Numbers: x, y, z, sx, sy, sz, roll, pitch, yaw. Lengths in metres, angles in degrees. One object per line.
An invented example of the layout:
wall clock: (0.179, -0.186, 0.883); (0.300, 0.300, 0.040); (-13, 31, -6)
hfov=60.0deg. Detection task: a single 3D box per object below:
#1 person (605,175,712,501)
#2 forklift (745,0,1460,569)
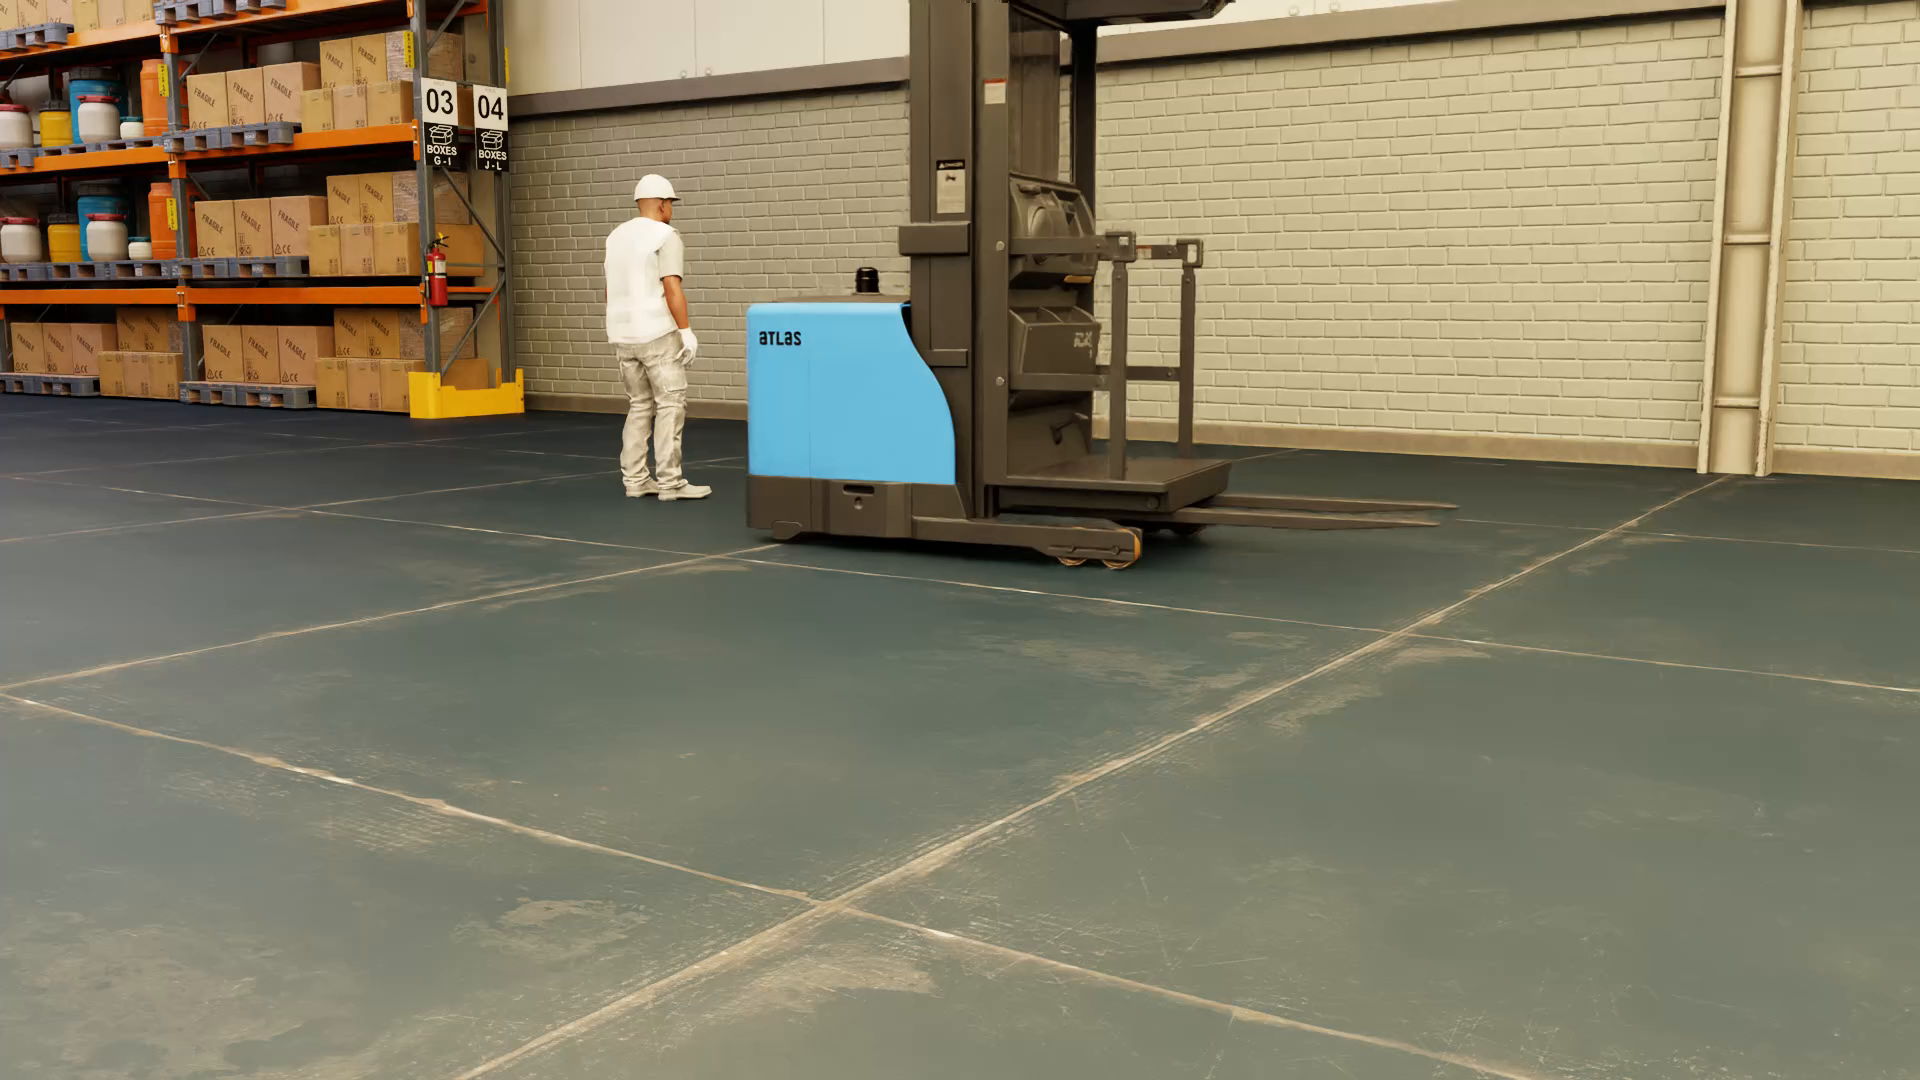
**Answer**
person: (-1.692, -1.120, 9.199); (0.624, 1.773, 0.424); (7, 11, 40)
forklift: (-9.276, -2.463, 14.511); (27.076, 2.935, 6.970); (4, 9, 23)
